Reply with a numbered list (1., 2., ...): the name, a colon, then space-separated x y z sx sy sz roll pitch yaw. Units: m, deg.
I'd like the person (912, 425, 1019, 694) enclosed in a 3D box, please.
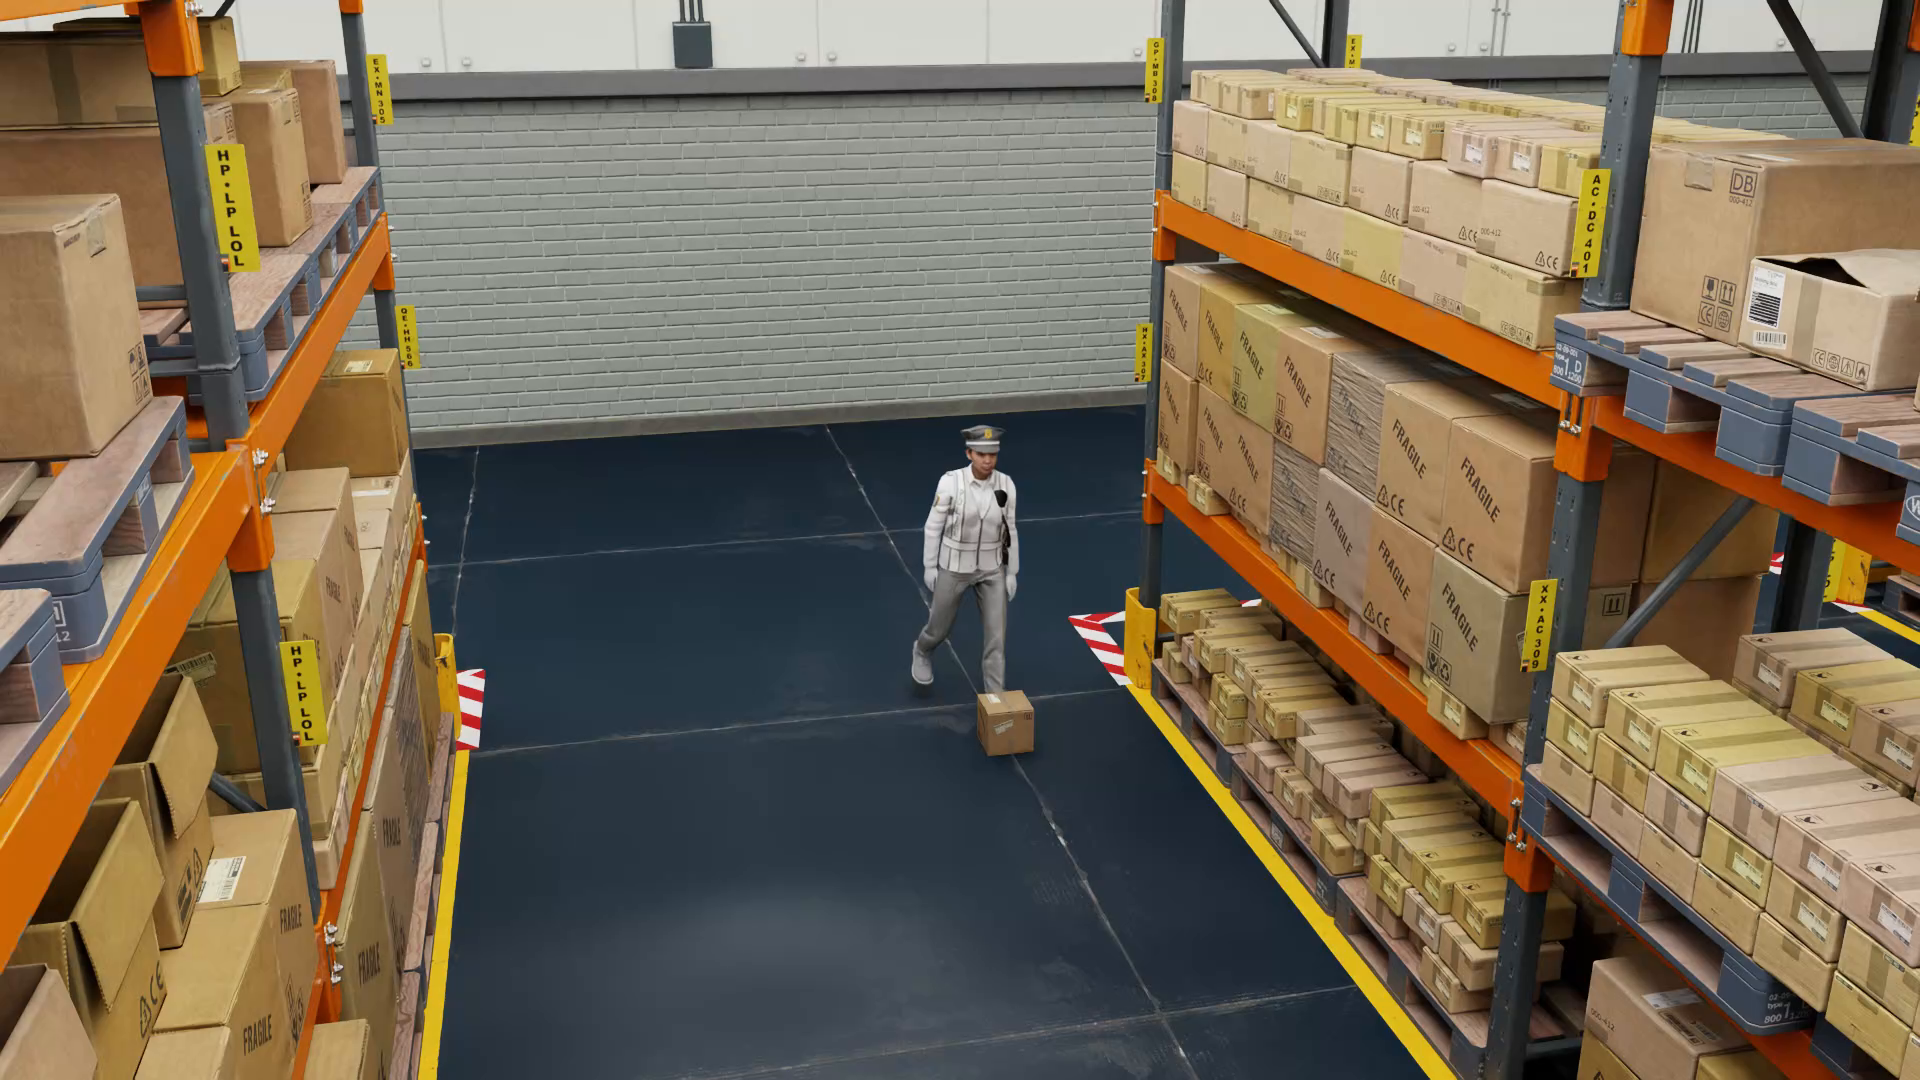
1. person: 0.061 0.152 9.094 0.540 1.655 0.898 -5 20 -14
